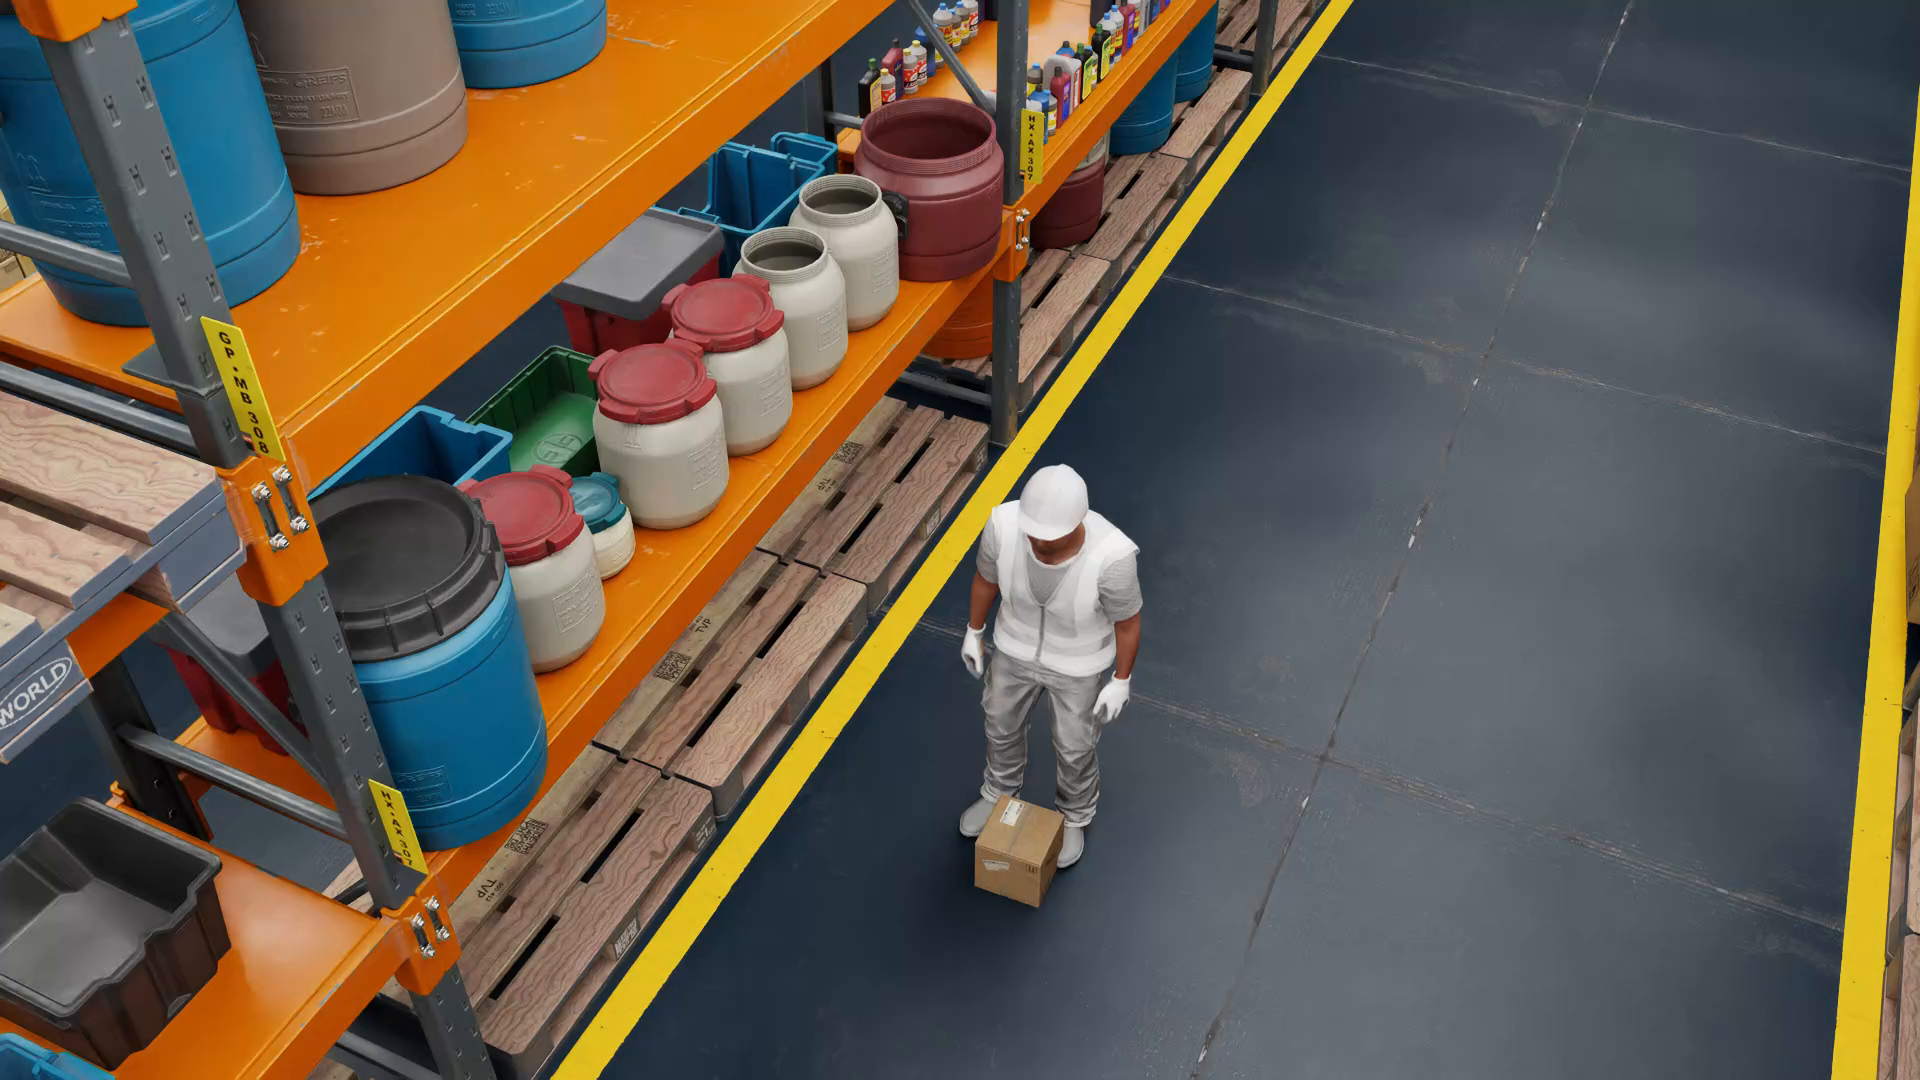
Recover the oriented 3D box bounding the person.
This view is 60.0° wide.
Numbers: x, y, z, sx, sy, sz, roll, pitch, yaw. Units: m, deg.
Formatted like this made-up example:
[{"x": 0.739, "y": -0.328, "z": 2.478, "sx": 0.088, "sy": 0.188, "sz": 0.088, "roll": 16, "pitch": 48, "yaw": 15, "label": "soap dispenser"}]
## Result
[{"x": 0.297, "y": 0.411, "z": 5.689, "sx": 0.615, "sy": 1.773, "sz": 0.451, "roll": 17, "pitch": 44, "yaw": 18, "label": "person"}]
